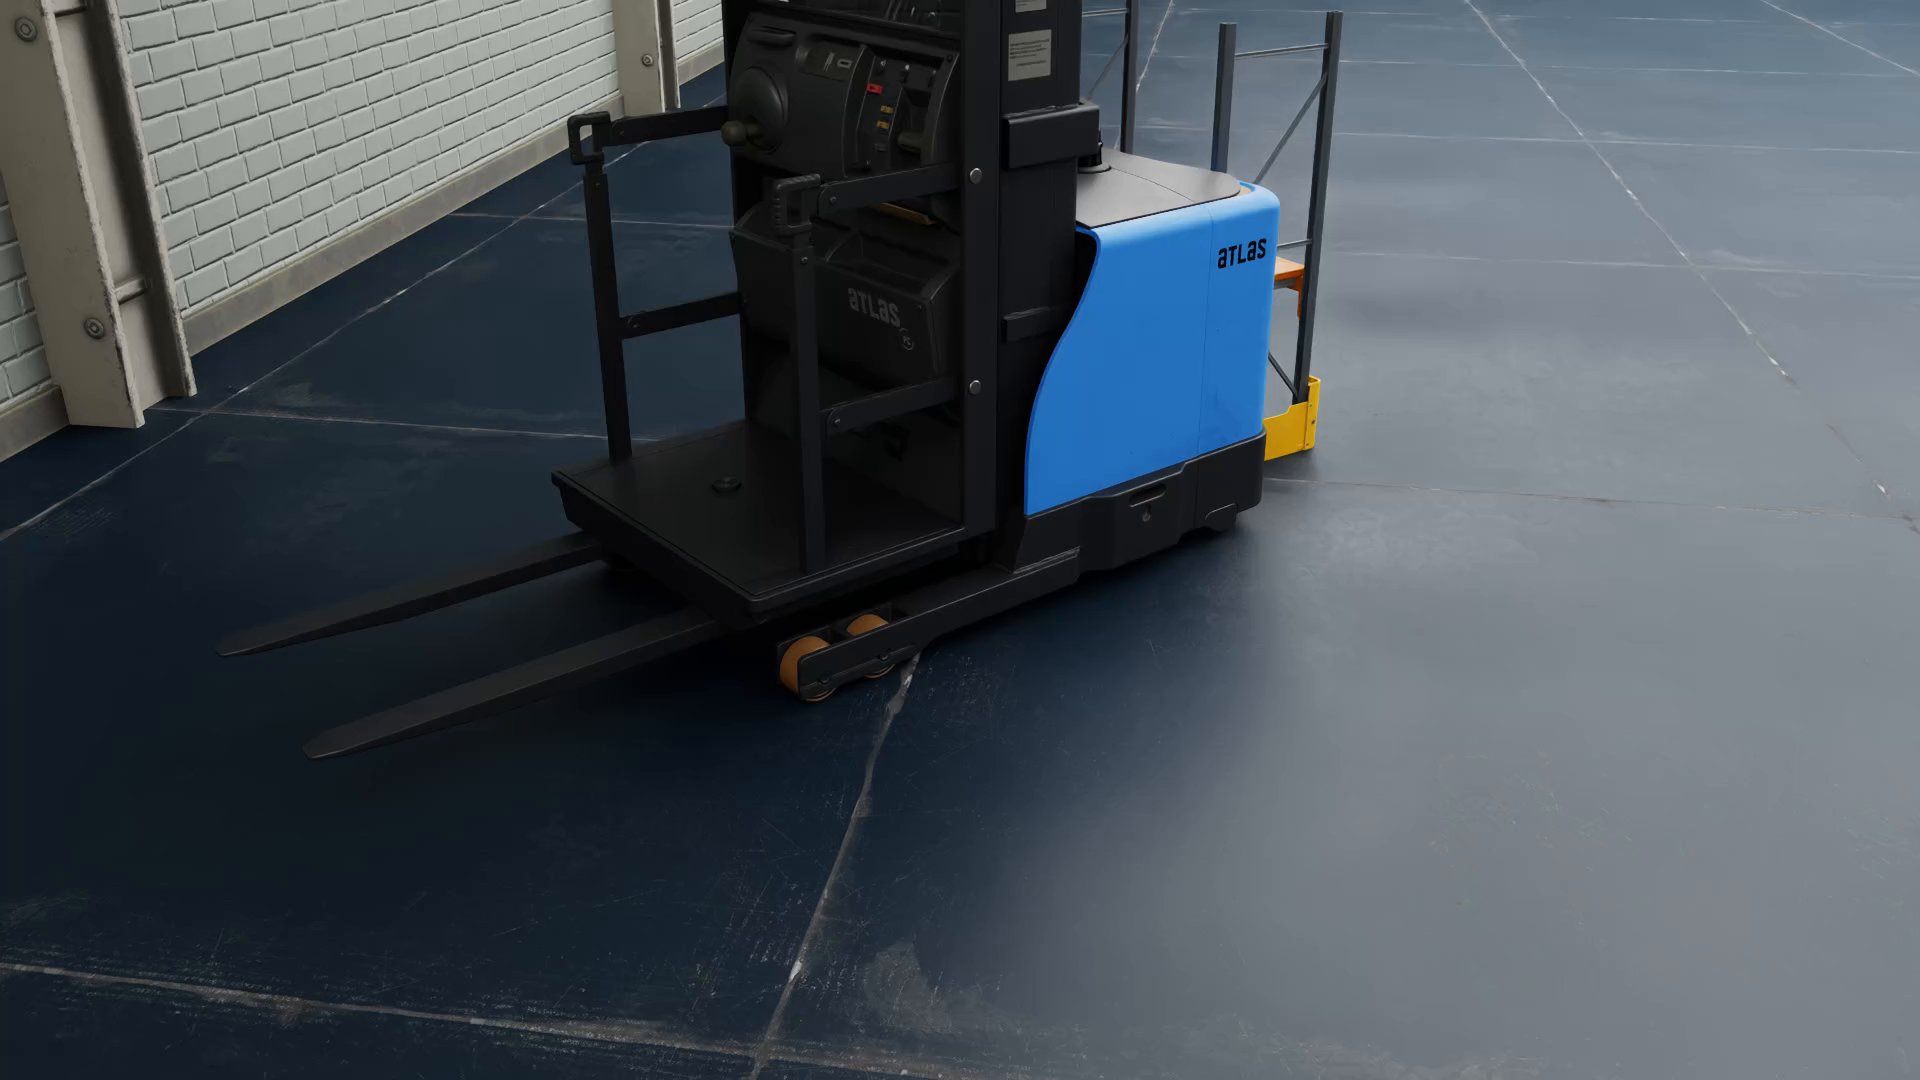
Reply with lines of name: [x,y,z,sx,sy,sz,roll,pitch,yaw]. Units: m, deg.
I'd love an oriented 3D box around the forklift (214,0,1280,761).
forklift: [-0.486,-1.157,4.265,3.031,2.935,1.130,-19,31,-35]

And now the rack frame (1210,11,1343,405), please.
rack frame: [1.013,-0.960,5.531,0.500,1.500,0.032,-16,29,-30]

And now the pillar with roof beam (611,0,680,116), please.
pillar with roof beam: [2.074,-6.792,9.146,9.100,9.000,0.400,4,25,9]

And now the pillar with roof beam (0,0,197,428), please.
pillar with roof beam: [1.093,-4.283,3.784,9.100,9.000,0.400,4,25,9]

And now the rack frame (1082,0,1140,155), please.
rack frame: [0.448,-1.318,6.296,0.500,1.500,0.032,-16,29,-30]

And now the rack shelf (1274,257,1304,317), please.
rack shelf: [0.730,-0.976,5.990,0.538,0.185,1.000,-16,29,-30]

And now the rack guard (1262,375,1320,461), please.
rack guard: [1.012,-0.394,5.797,0.587,0.250,0.087,-16,29,-30]

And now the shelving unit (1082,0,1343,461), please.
shelving unit: [0.735,-1.136,5.907,0.587,1.500,1.083,-16,29,-30]
